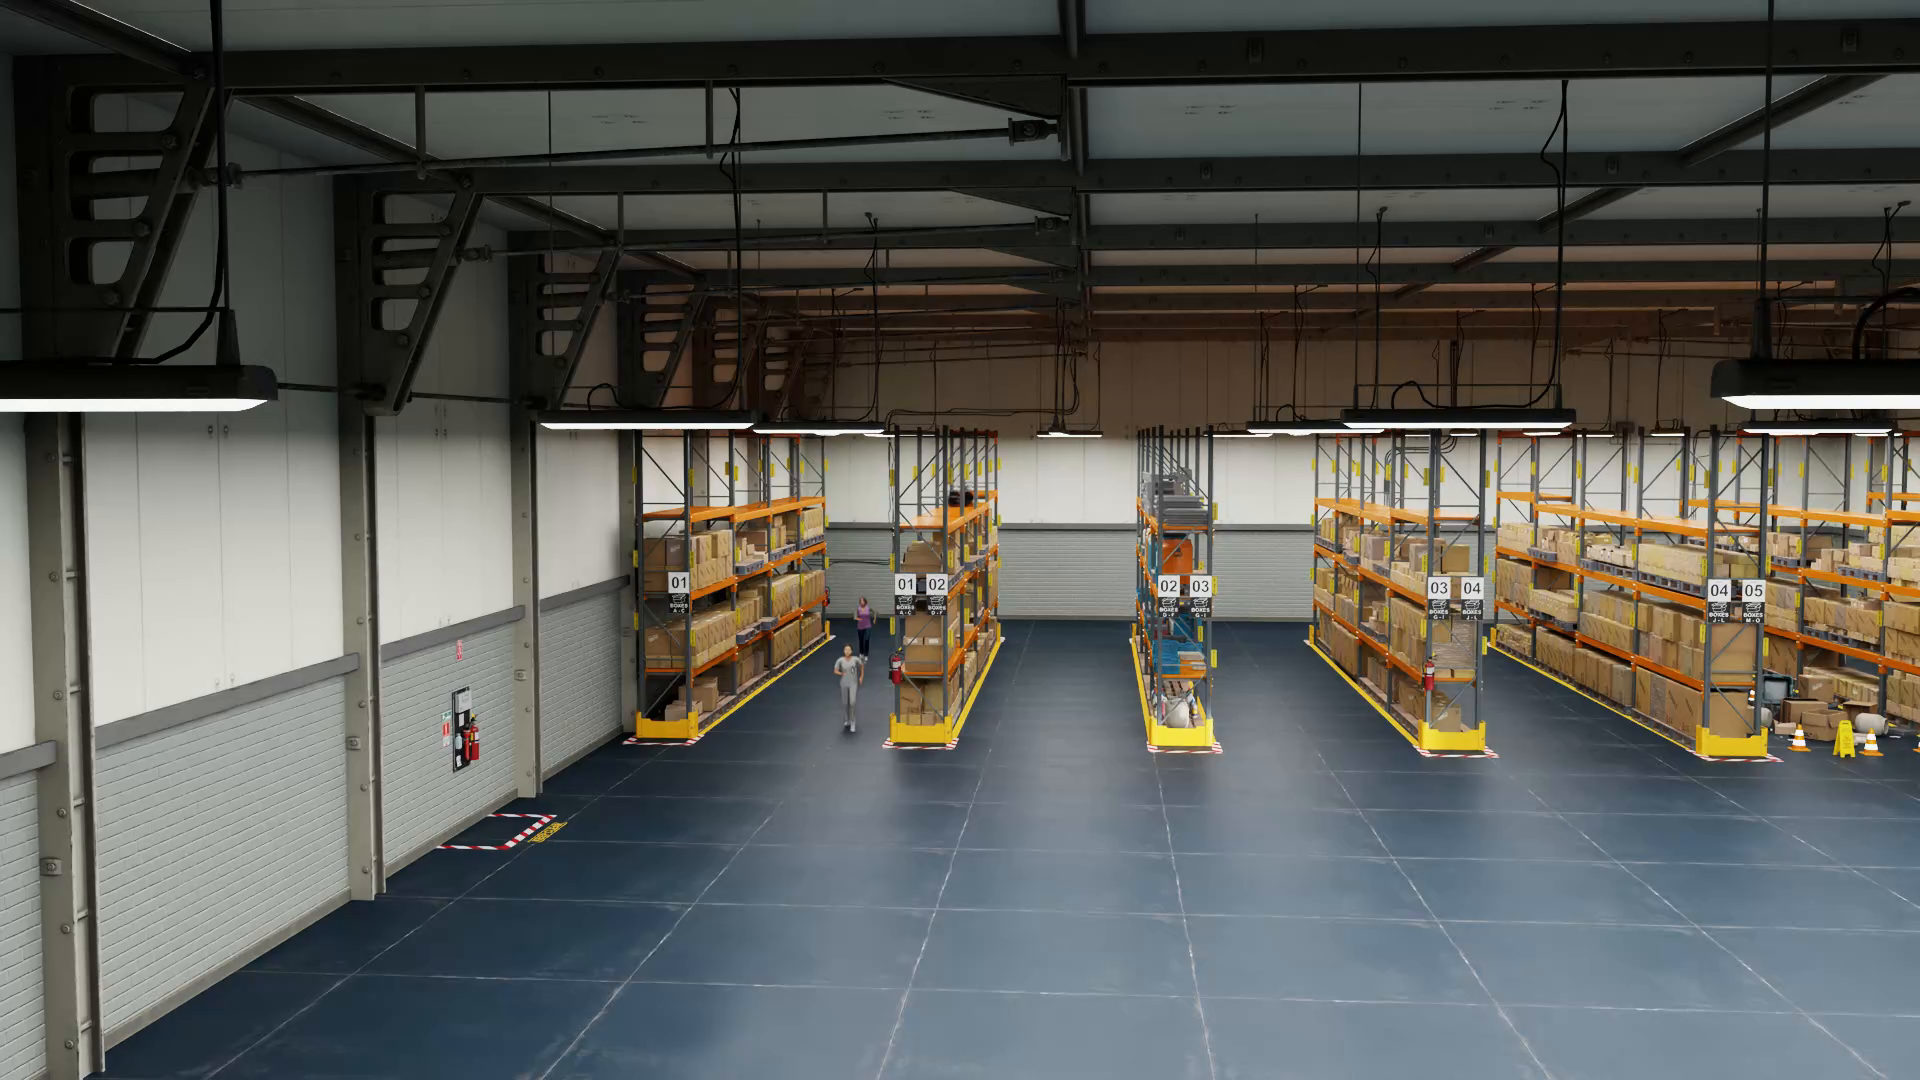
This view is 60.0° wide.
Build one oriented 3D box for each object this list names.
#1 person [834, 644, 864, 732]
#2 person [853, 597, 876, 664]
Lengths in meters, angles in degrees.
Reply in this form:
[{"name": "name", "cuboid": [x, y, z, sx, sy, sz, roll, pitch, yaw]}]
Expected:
[{"name": "person", "cuboid": [-2.199, 2.905, 32.876, 0.575, 1.718, 0.764, 0, 3, 3]}, {"name": "person", "cuboid": [-2.356, 2.224, 41.129, 0.545, 1.655, 0.801, 0, 3, 3]}]
